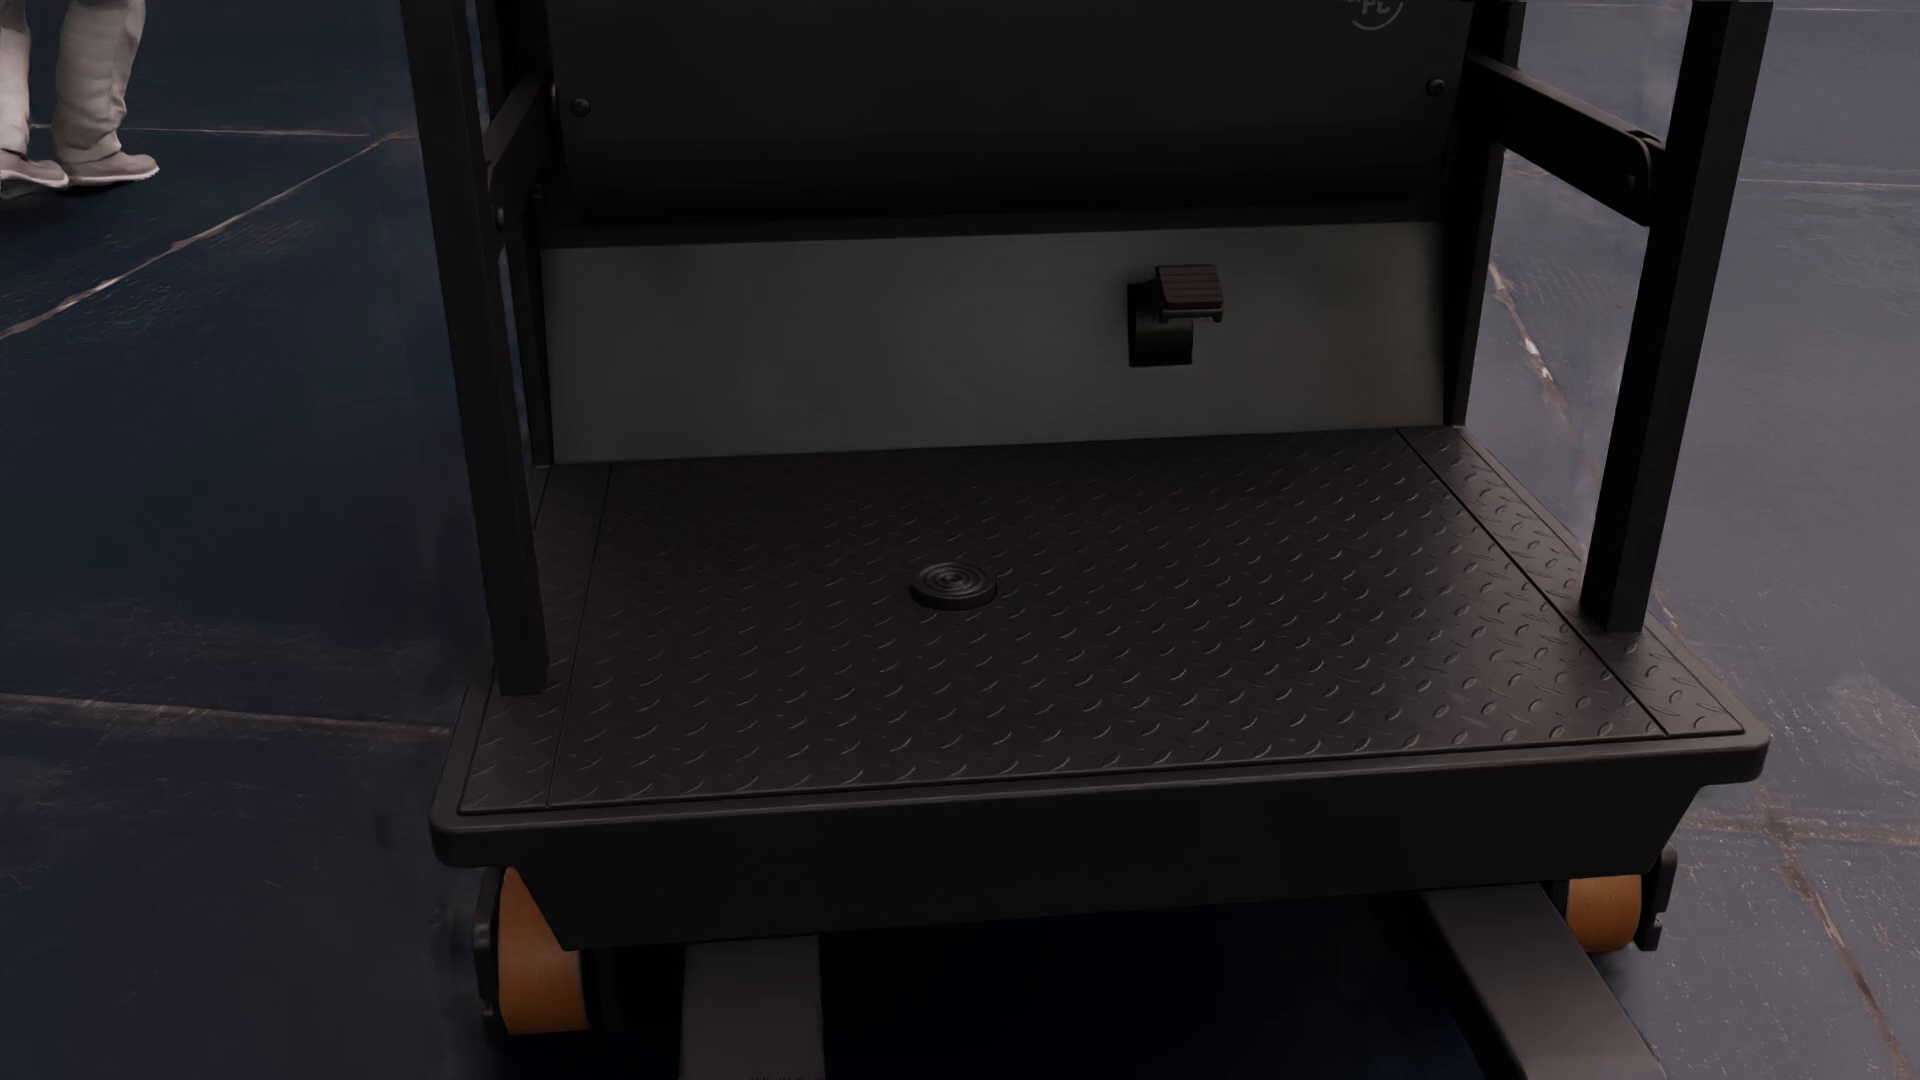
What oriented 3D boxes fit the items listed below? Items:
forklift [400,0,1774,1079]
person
[{"bbox_3d":[0.082,-1.009,1.239,1.130,2.935,3.031,-3,27,-6],"label":"forklift"},{"bbox_3d":[-2.149,-1.611,3.921,0.887,1.637,0.867,4,27,7],"label":"person"}]
